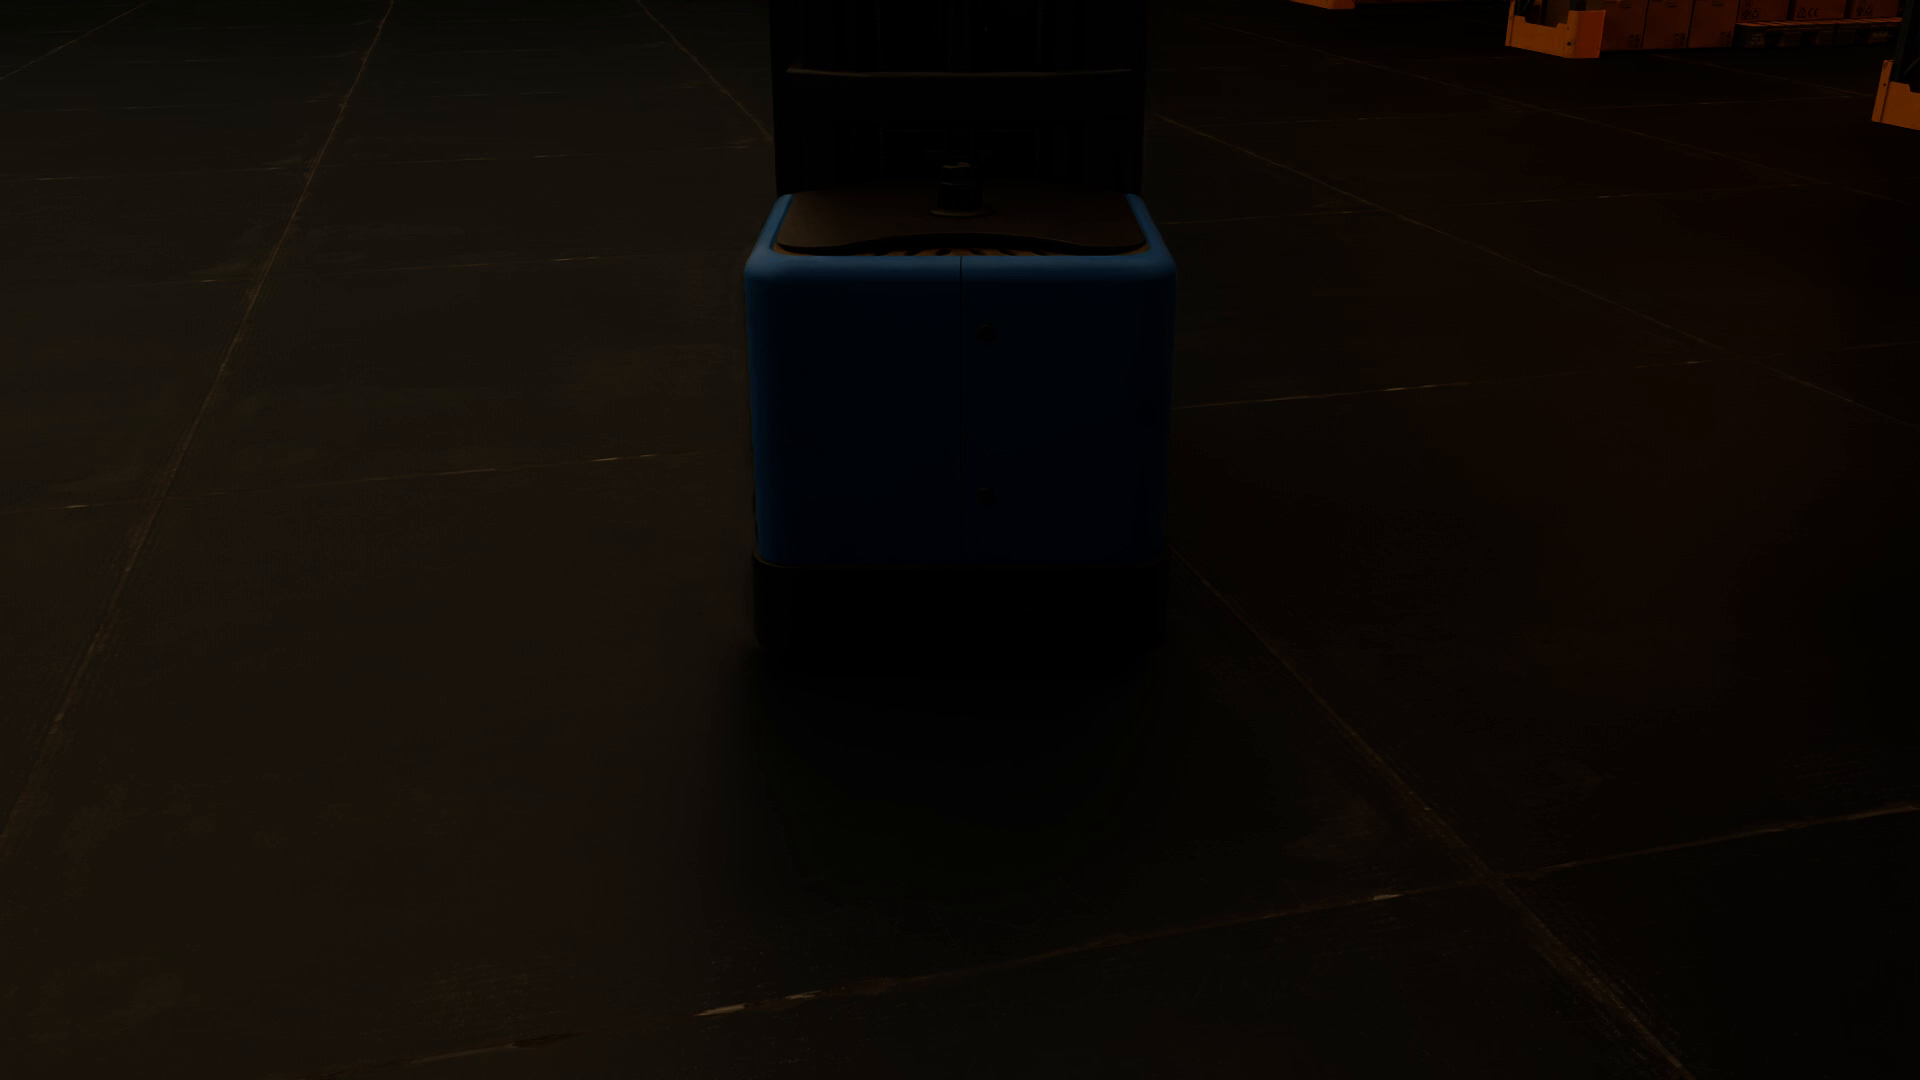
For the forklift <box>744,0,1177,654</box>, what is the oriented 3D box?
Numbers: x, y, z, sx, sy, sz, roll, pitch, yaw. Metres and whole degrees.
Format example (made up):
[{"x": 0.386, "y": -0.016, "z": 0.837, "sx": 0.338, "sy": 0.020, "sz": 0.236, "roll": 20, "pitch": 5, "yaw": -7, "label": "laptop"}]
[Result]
[{"x": -0.006, "y": -1.588, "z": 5.040, "sx": 1.130, "sy": 2.935, "sz": 3.031, "roll": 0, "pitch": 23, "yaw": 0, "label": "forklift"}]
